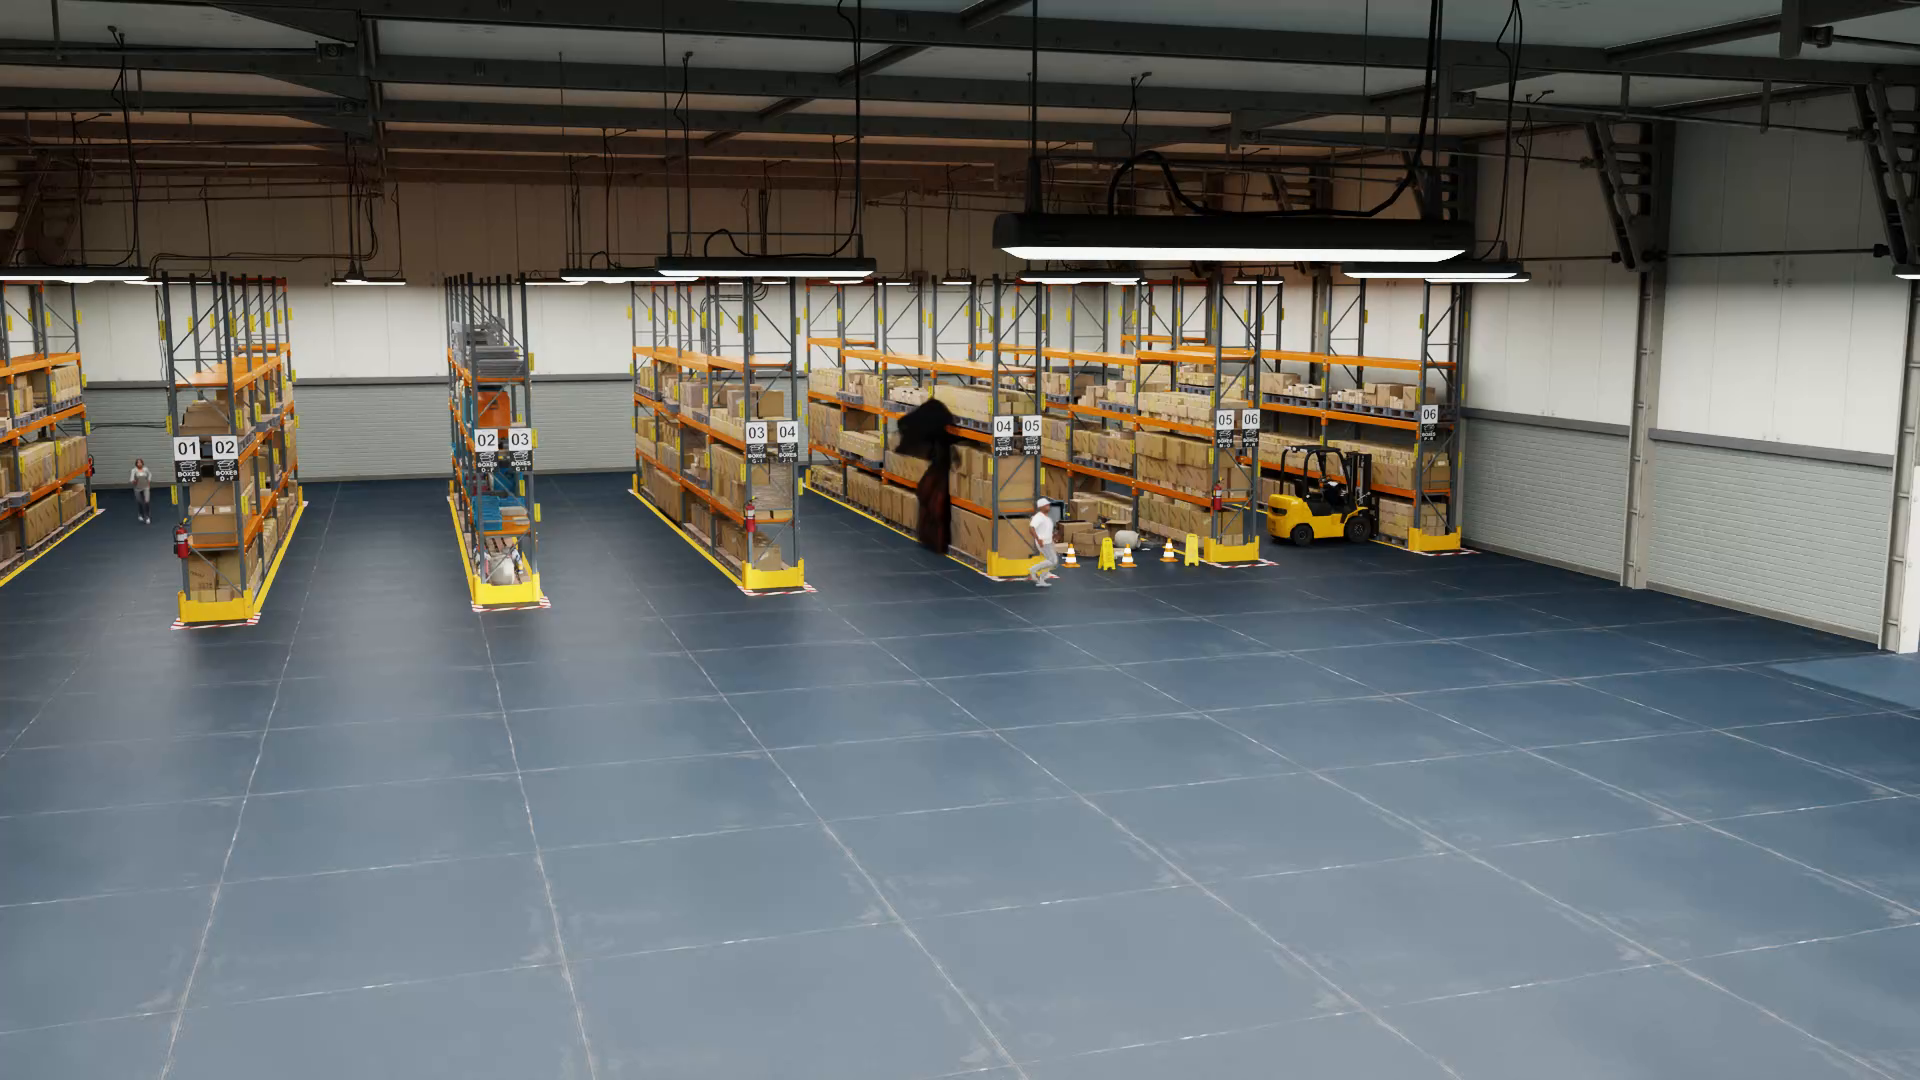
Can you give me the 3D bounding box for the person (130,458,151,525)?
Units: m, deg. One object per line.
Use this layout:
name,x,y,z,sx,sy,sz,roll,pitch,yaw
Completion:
person,-20.011,-1.190,40.659,0.481,1.635,0.761,-5,10,-28

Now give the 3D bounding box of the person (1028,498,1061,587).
person,1.635,0.053,32.050,0.582,1.718,0.703,2,9,16

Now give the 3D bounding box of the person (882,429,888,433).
person,-2.124,-2.394,48.459,0.703,1.690,0.685,-3,9,-19
